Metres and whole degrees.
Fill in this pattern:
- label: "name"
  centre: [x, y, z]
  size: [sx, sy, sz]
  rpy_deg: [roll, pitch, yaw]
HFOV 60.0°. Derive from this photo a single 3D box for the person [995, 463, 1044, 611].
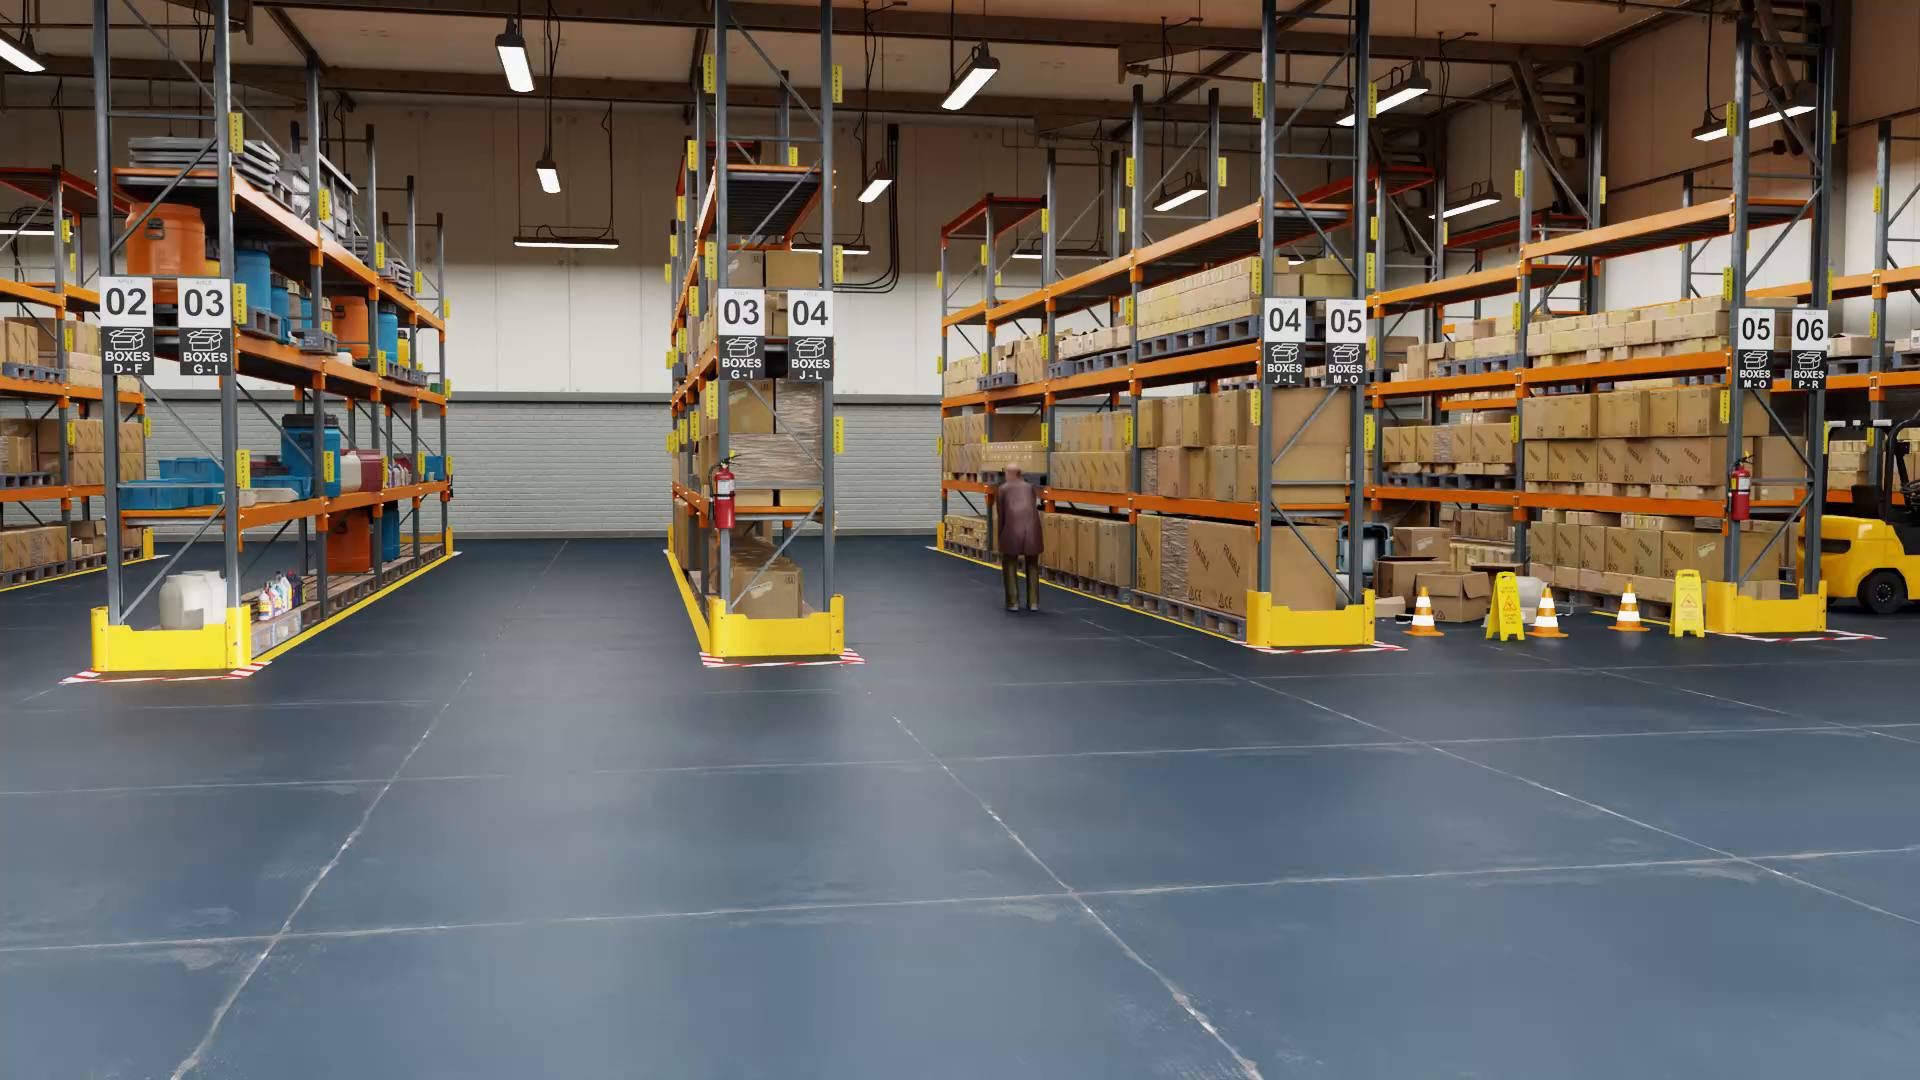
- label: "person"
  centre: [0.675, -0.039, 18.920]
  size: [0.533, 1.678, 0.629]
  rpy_deg: [-1, 3, -12]
